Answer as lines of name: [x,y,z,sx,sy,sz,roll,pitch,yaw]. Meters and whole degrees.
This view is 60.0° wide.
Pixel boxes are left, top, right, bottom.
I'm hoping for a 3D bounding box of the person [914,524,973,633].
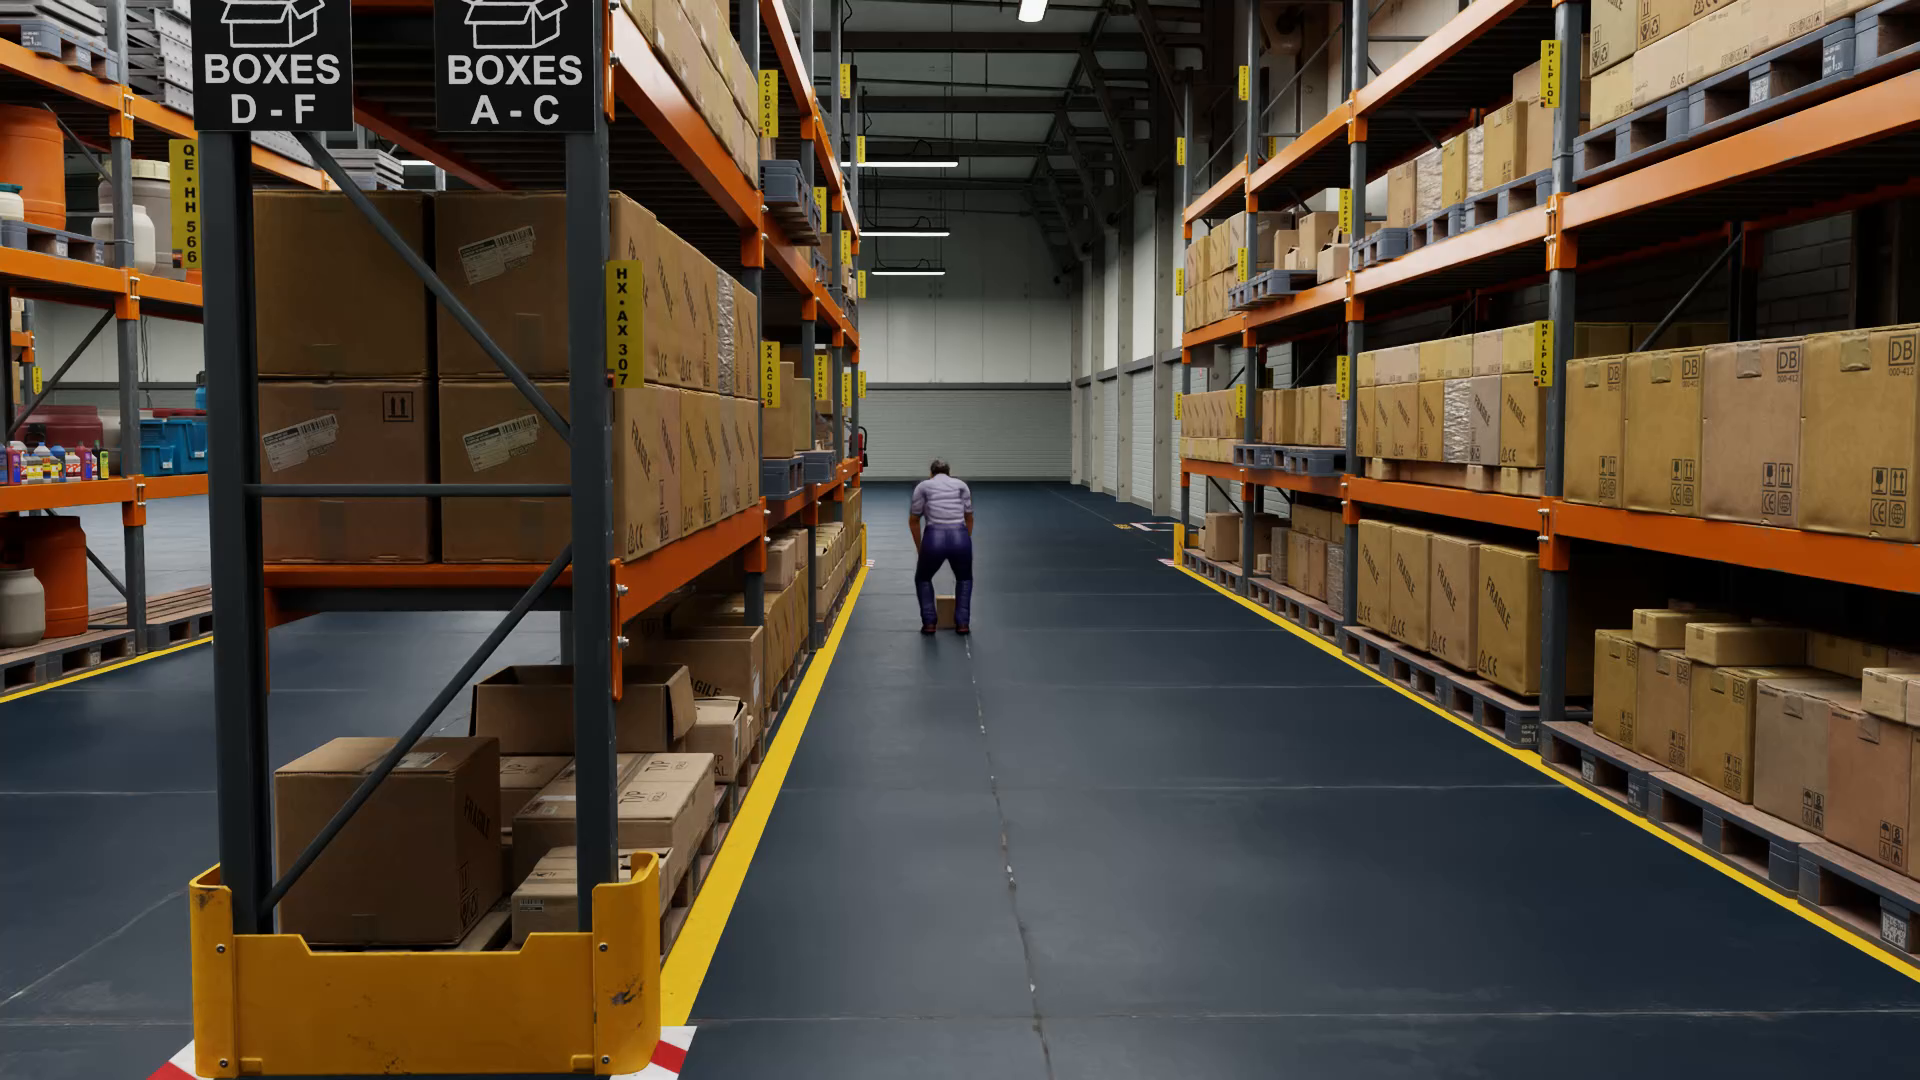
person: [-0.130,0.314,13.526,0.486,0.909,0.498,0,4,-2]
